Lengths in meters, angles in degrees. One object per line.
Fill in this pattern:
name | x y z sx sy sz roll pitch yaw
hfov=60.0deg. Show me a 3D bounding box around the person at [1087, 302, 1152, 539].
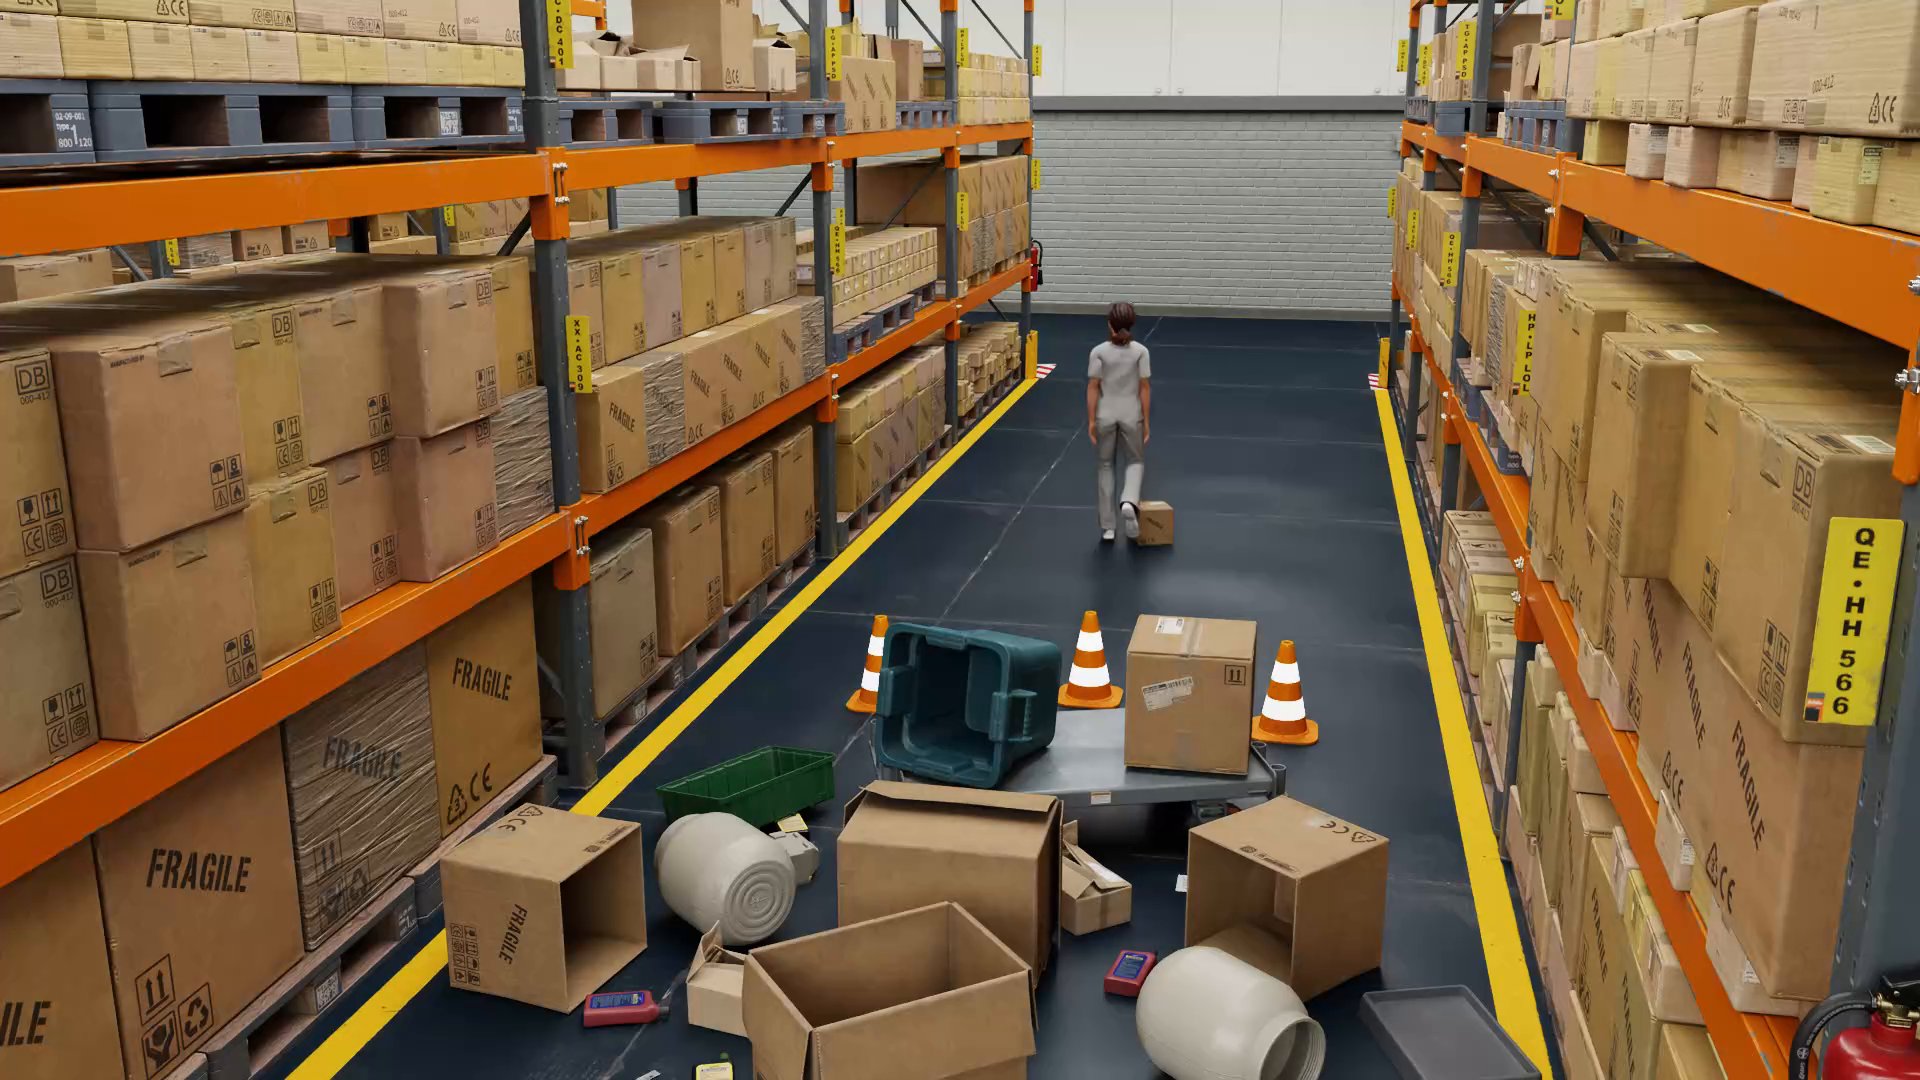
person | 1.093 -0.808 11.491 0.440 1.660 0.526 1 15 3
